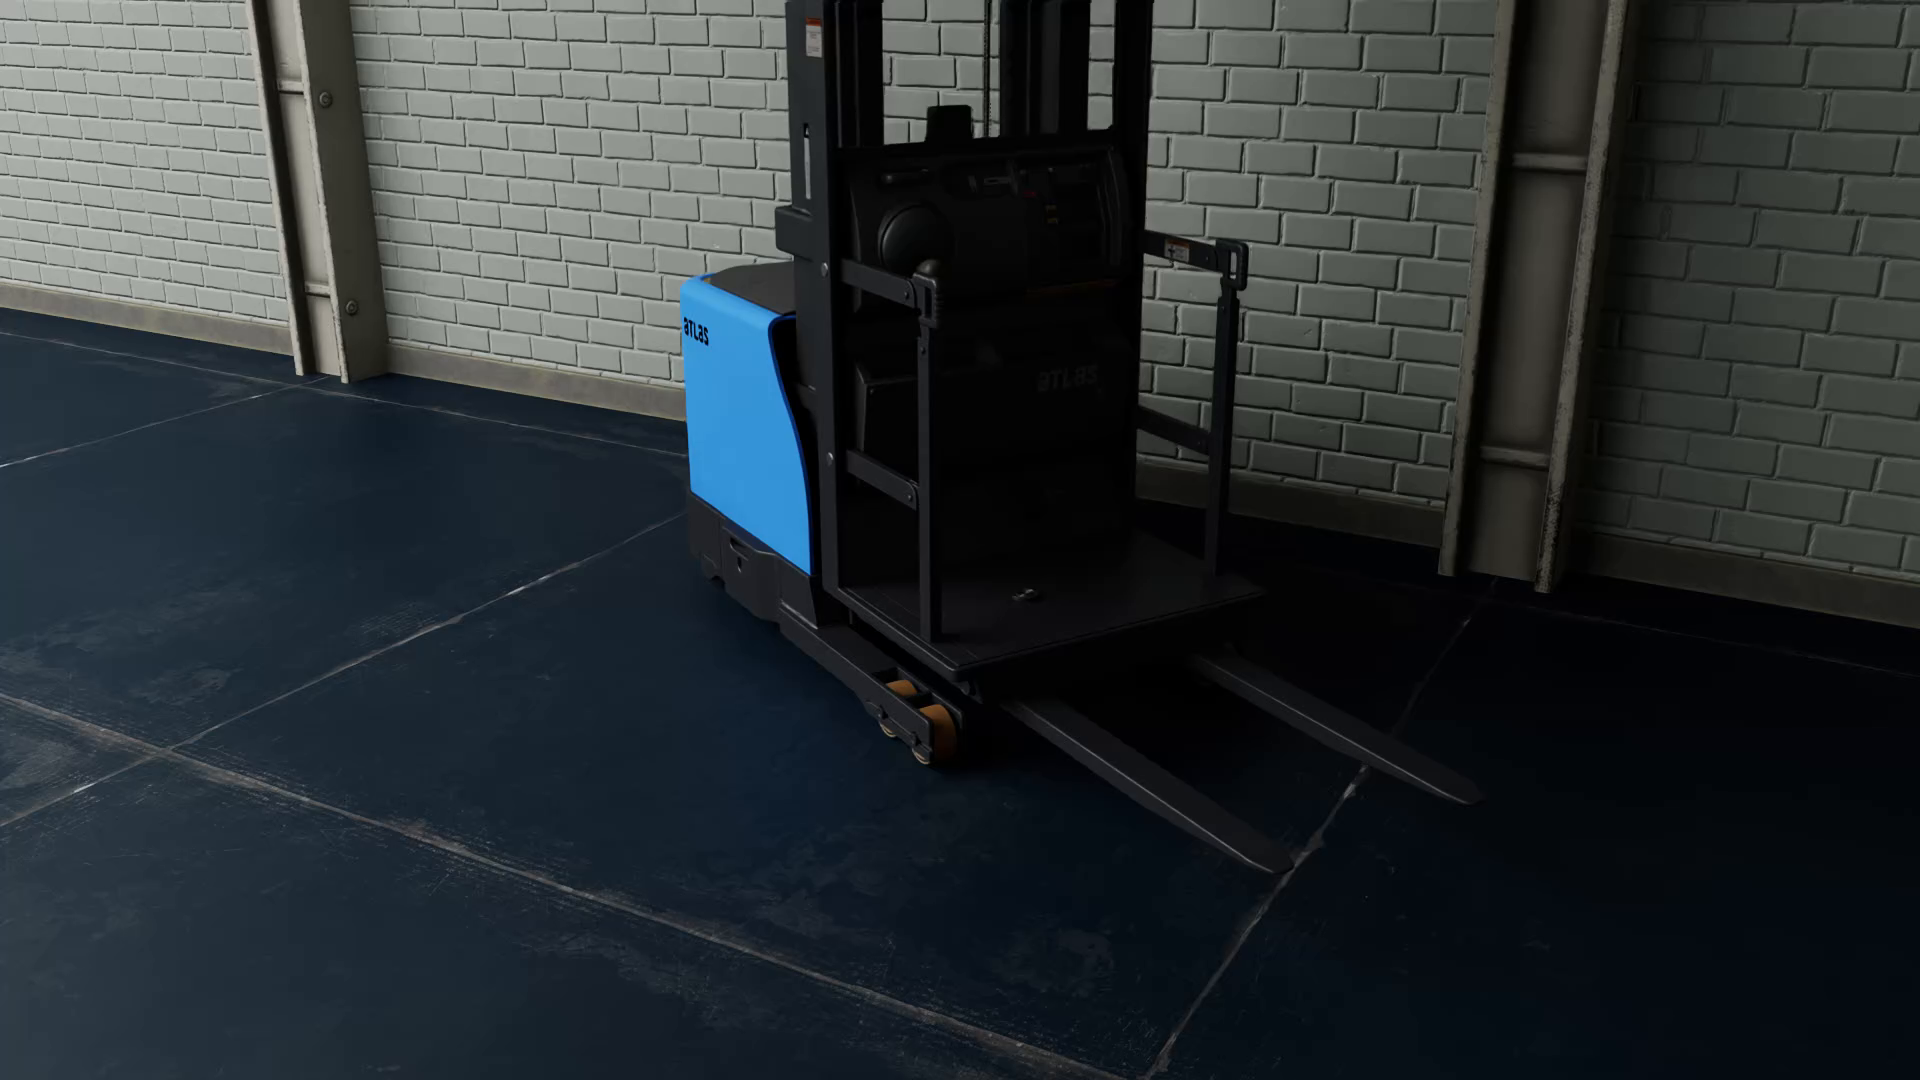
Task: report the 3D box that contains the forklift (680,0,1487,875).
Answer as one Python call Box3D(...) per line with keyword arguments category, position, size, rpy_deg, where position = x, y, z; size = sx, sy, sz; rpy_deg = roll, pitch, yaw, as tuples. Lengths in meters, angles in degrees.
Box3D(category="forklift", position=(0.207, -0.931, 4.635), size=(1.130, 2.935, 3.031), rpy_deg=(-12, 23, -29))

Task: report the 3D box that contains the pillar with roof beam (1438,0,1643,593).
Box3D(category="pillar with roof beam", position=(-0.121, -2.839, 0.994), size=(0.400, 9.000, 9.100), rpy_deg=(11, 23, 27))

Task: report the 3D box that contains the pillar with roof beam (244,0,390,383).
Box3D(category="pillar with roof beam", position=(-5.359, -3.836, 3.745), size=(0.400, 9.000, 9.100), rpy_deg=(11, 23, 27))
